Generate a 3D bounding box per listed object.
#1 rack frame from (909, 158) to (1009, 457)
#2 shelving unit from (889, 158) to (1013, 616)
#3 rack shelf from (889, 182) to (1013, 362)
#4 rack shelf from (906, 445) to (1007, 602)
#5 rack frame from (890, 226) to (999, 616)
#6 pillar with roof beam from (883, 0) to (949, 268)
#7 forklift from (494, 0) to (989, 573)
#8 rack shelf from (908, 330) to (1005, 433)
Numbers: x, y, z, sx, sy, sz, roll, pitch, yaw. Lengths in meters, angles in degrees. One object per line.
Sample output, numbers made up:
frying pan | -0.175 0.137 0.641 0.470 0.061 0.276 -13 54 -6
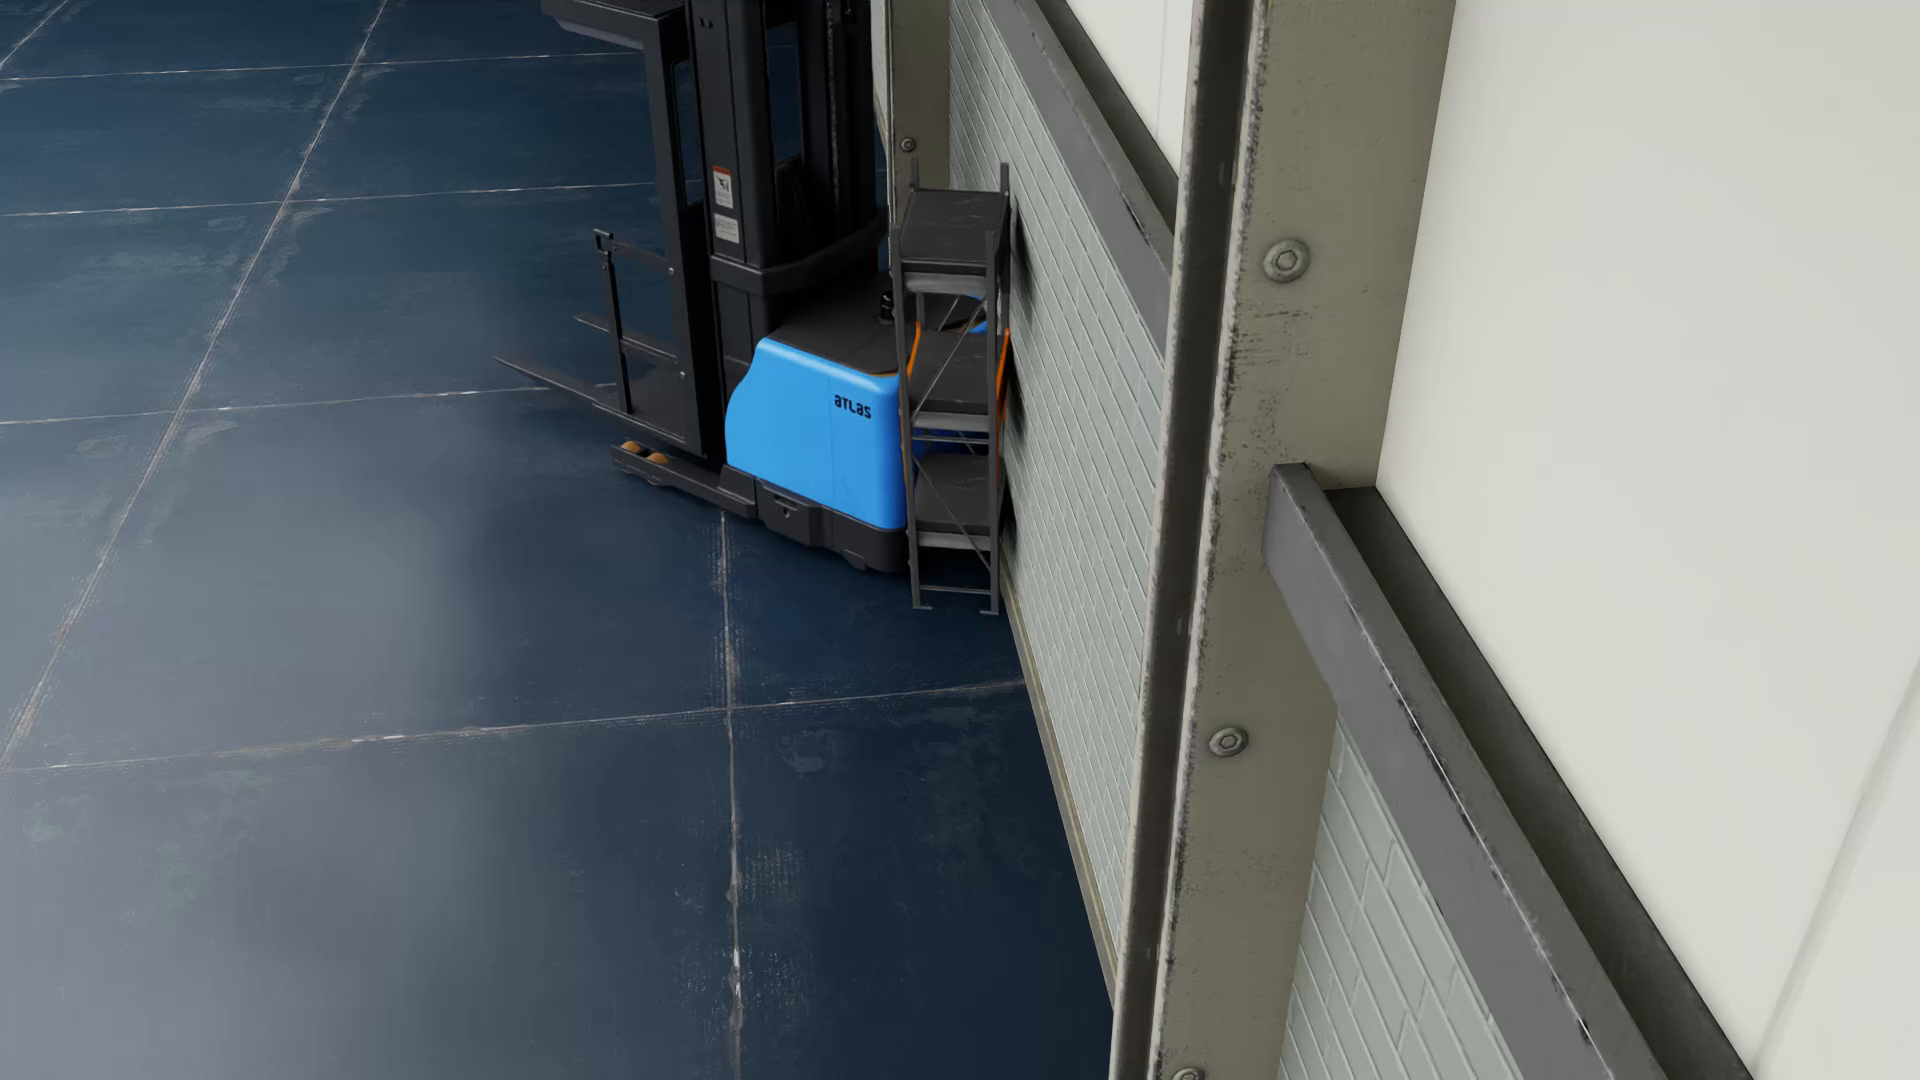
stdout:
rack frame | 0.020 -0.759 7.364 0.400 2.100 0.015 4 44 6
shelving unit | -0.011 -0.590 7.191 0.431 2.100 0.503 4 44 6
rack shelf | -0.027 -1.082 6.713 0.431 0.518 0.480 4 44 6
rack shelf | 0.006 -0.078 7.688 0.431 0.518 0.480 4 44 6
rack frame | -0.043 -0.421 7.018 0.400 2.100 0.015 4 44 6
pillar with roof beam | -4.494 -4.428 6.757 9.100 9.000 0.400 -4 35 -6
forklift | -1.216 -1.713 8.161 3.031 2.935 1.130 22 40 29
rack shelf | -0.014 -0.678 7.105 0.368 0.174 0.457 4 44 6
